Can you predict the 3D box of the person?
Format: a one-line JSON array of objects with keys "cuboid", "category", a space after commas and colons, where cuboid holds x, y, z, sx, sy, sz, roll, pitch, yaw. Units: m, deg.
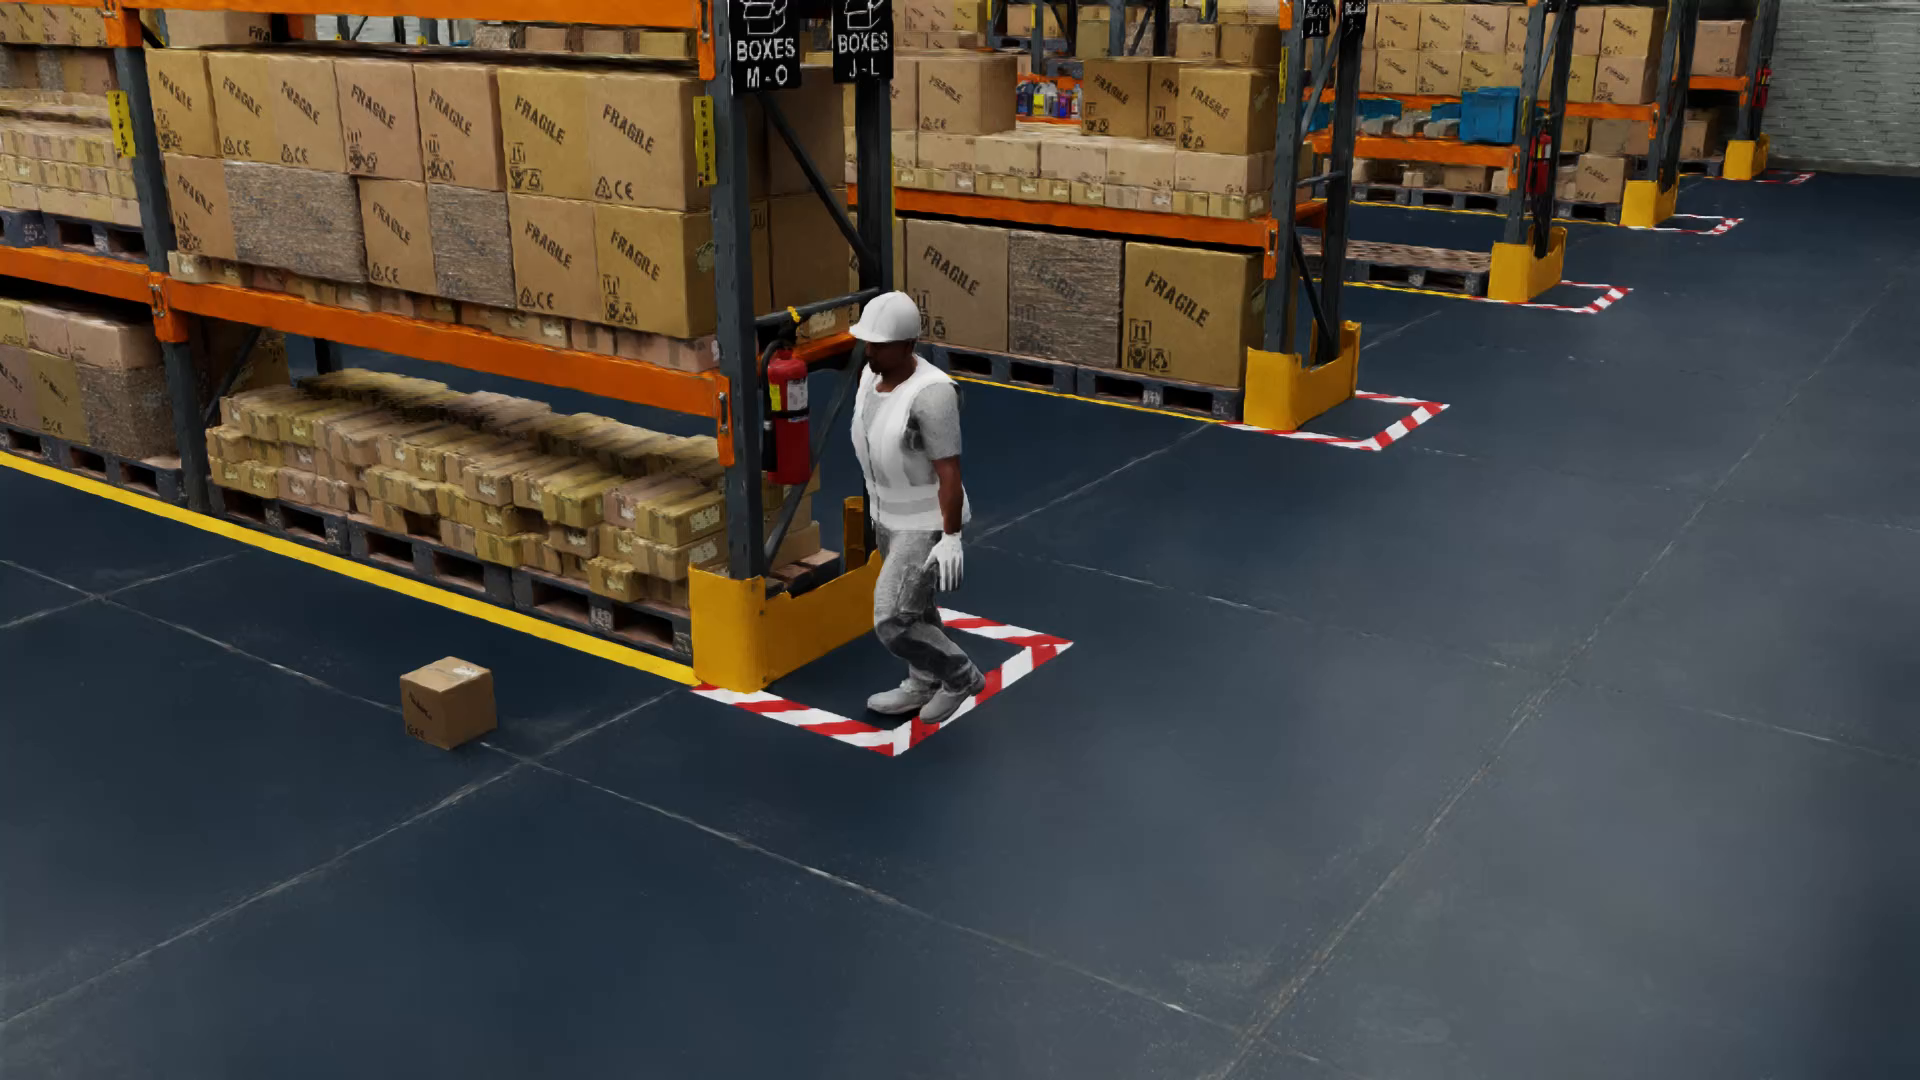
[{"cuboid": [-0.176, -0.068, 6.207, 0.512, 1.756, 0.696, -10, 22, -26], "category": "person"}]
